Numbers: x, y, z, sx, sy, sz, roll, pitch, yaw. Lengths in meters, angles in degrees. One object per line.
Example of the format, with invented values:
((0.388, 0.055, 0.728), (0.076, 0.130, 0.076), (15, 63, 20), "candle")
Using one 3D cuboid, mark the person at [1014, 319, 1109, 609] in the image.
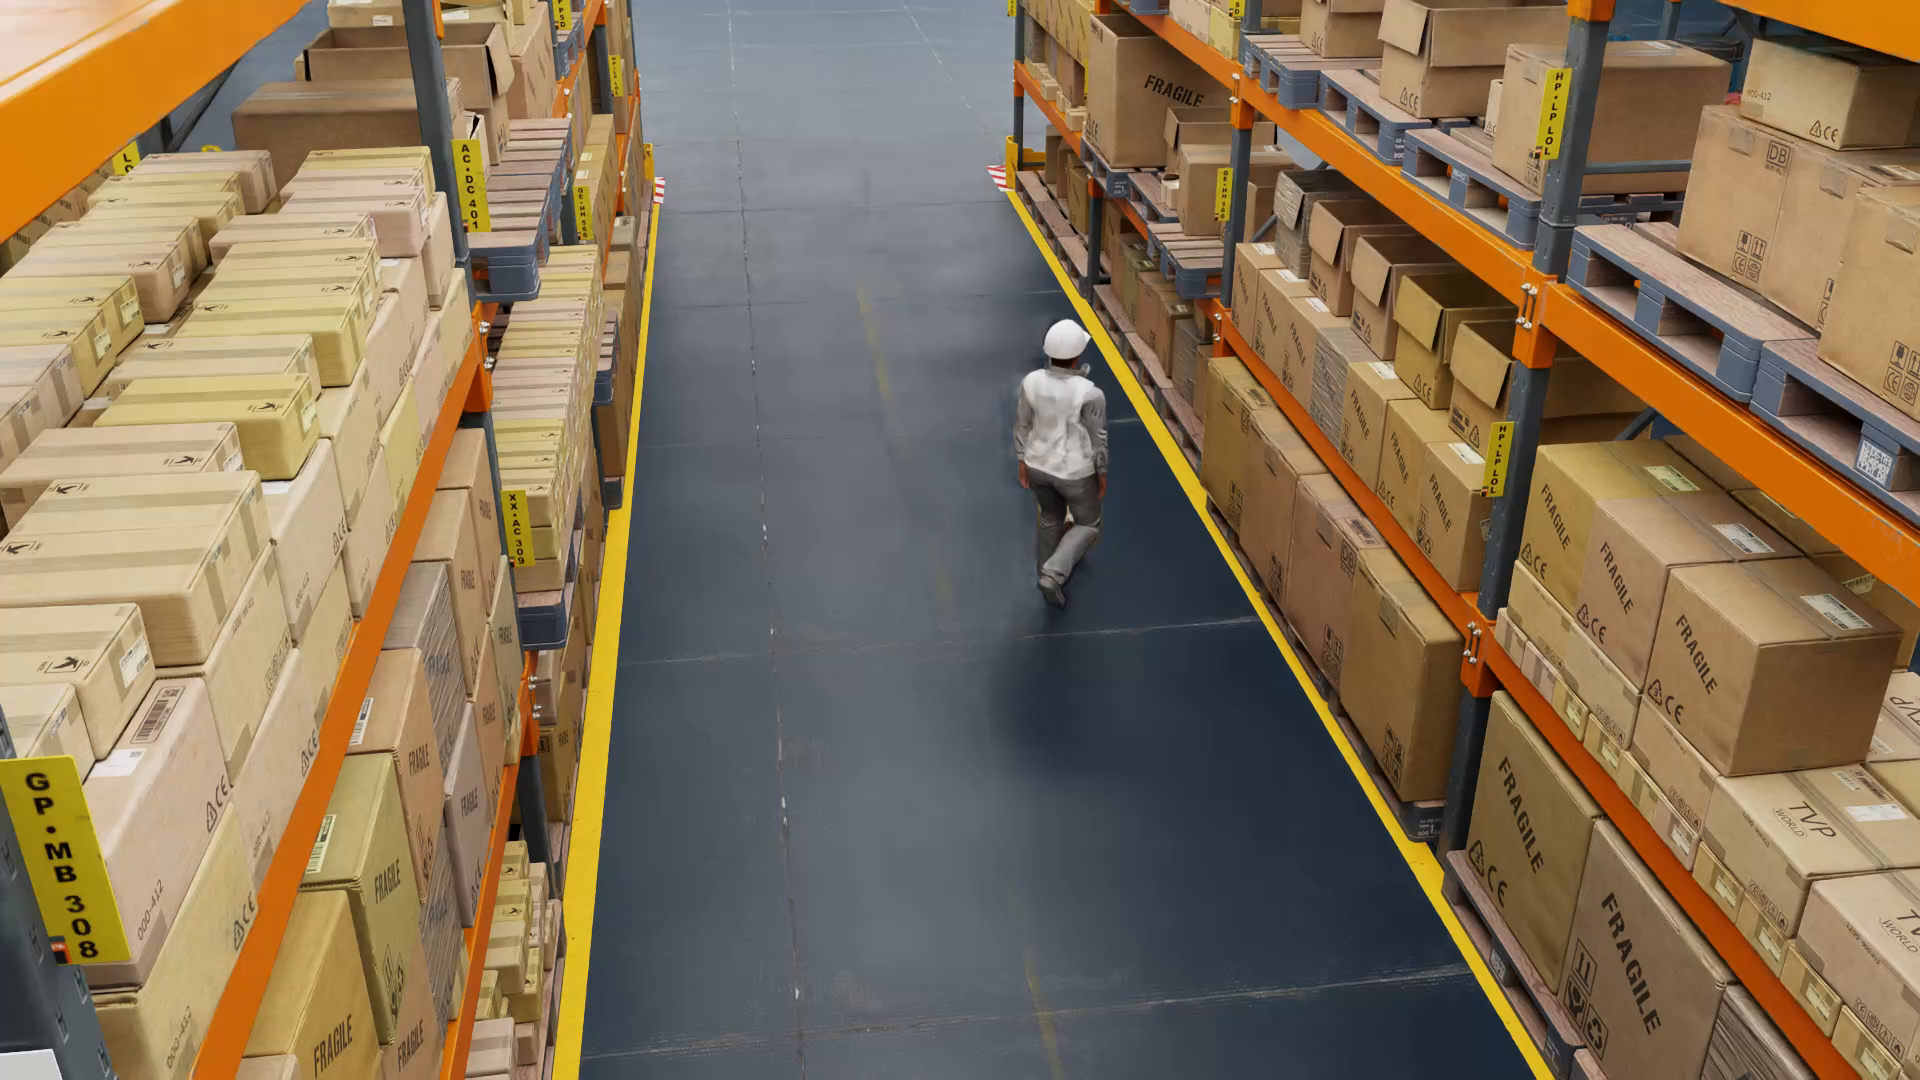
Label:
((0.583, -0.429, 9.410), (0.552, 1.746, 0.687), (16, 31, 29), "person")
